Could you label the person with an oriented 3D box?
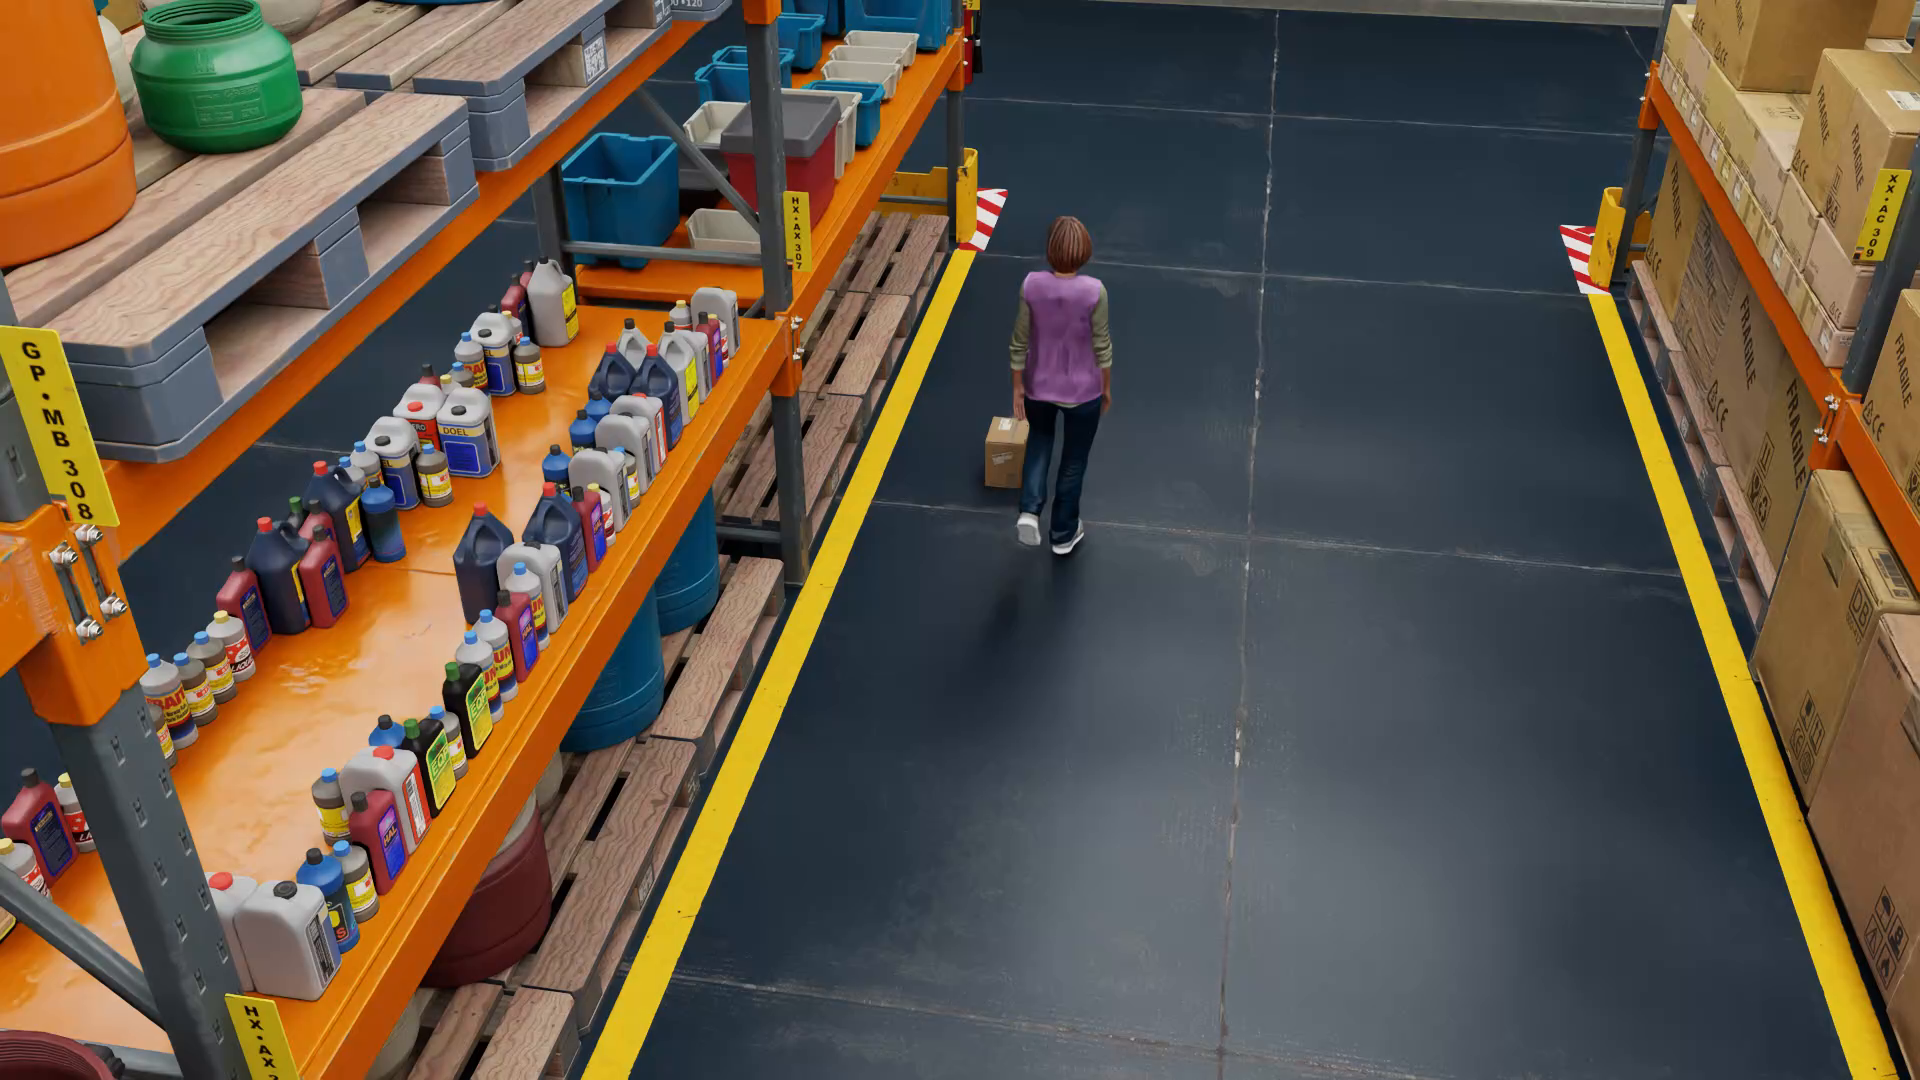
[{"bbox_3d":[0.423,-0.632,7.092,0.424,1.591,0.447,10,34,15],"label":"person"}]
